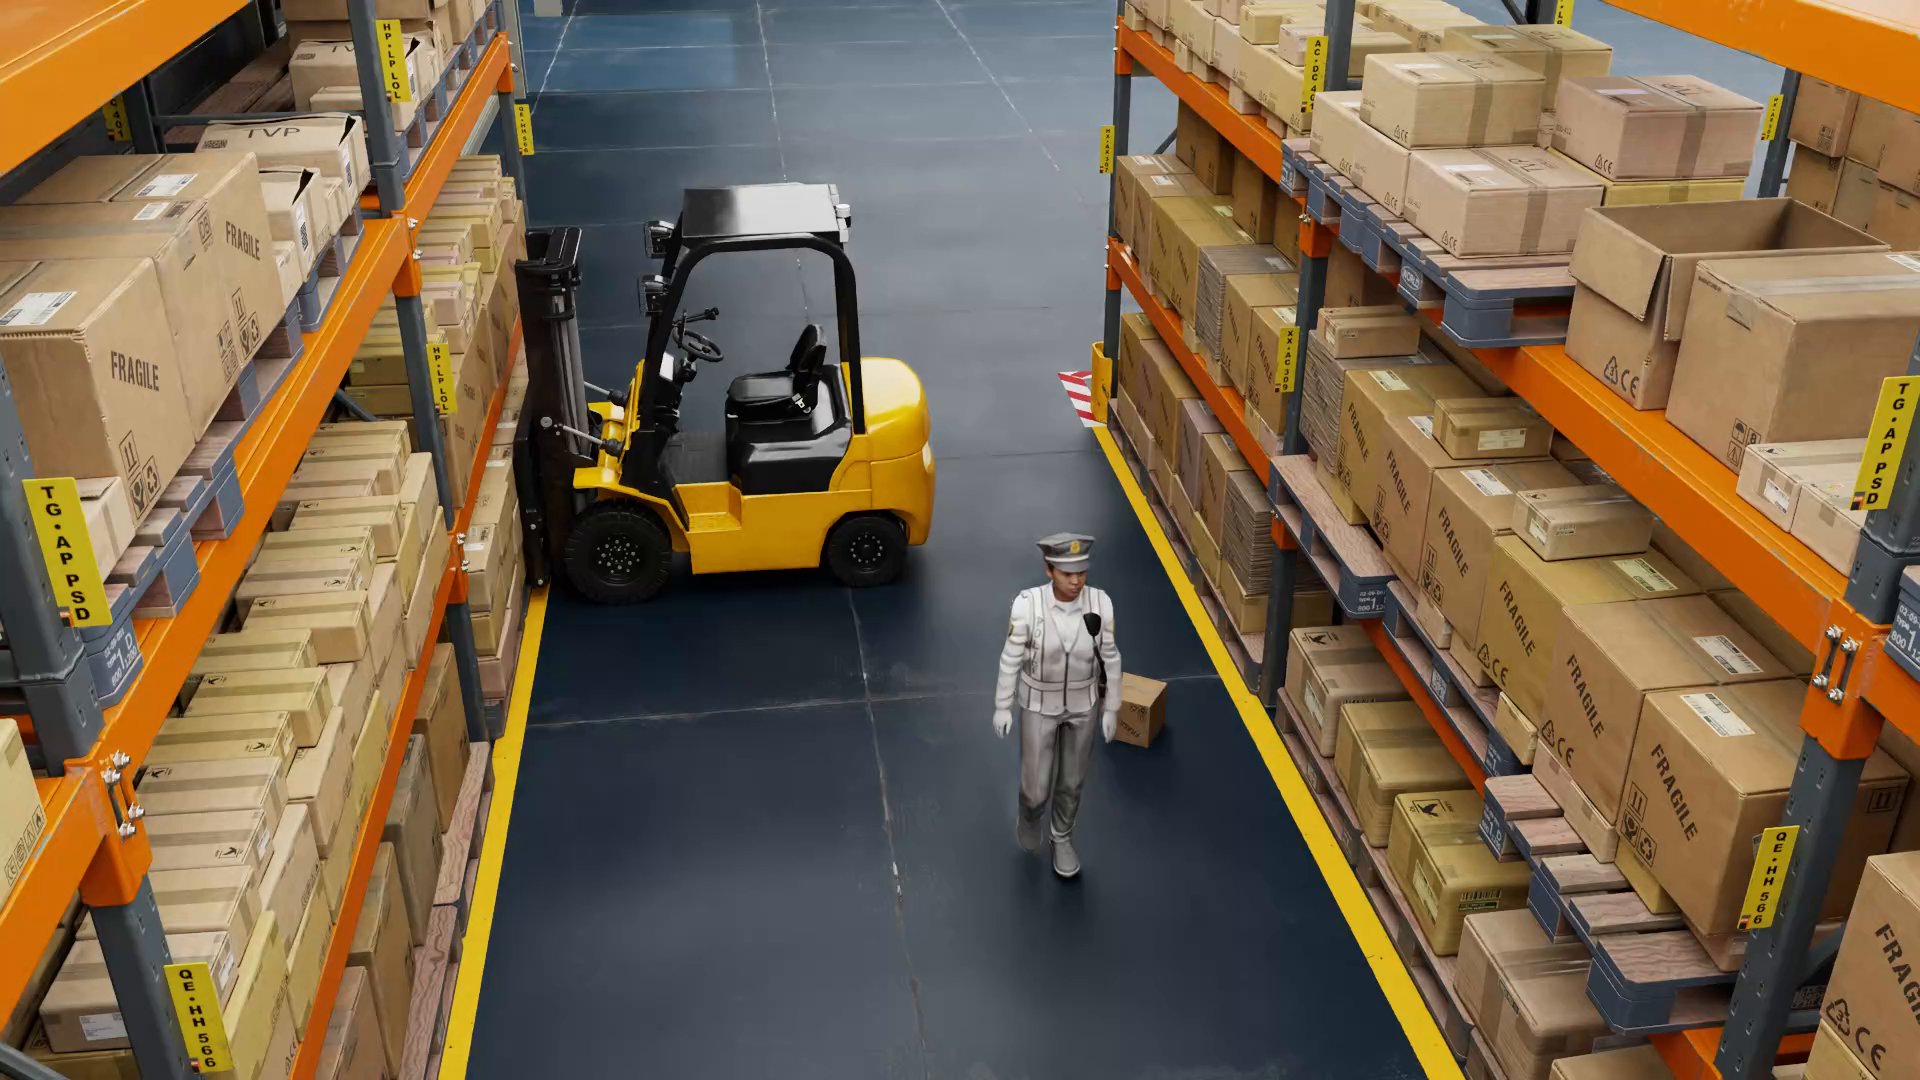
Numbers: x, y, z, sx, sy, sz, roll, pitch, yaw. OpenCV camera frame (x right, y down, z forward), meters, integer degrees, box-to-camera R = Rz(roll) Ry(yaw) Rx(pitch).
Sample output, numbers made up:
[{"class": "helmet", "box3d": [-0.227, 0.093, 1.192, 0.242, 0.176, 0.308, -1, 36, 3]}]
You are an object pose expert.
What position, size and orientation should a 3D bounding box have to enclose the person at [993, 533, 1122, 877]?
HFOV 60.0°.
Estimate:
[{"class": "person", "box3d": [0.423, 0.719, 7.152, 0.547, 1.688, 0.437, -4, 28, -7]}]
